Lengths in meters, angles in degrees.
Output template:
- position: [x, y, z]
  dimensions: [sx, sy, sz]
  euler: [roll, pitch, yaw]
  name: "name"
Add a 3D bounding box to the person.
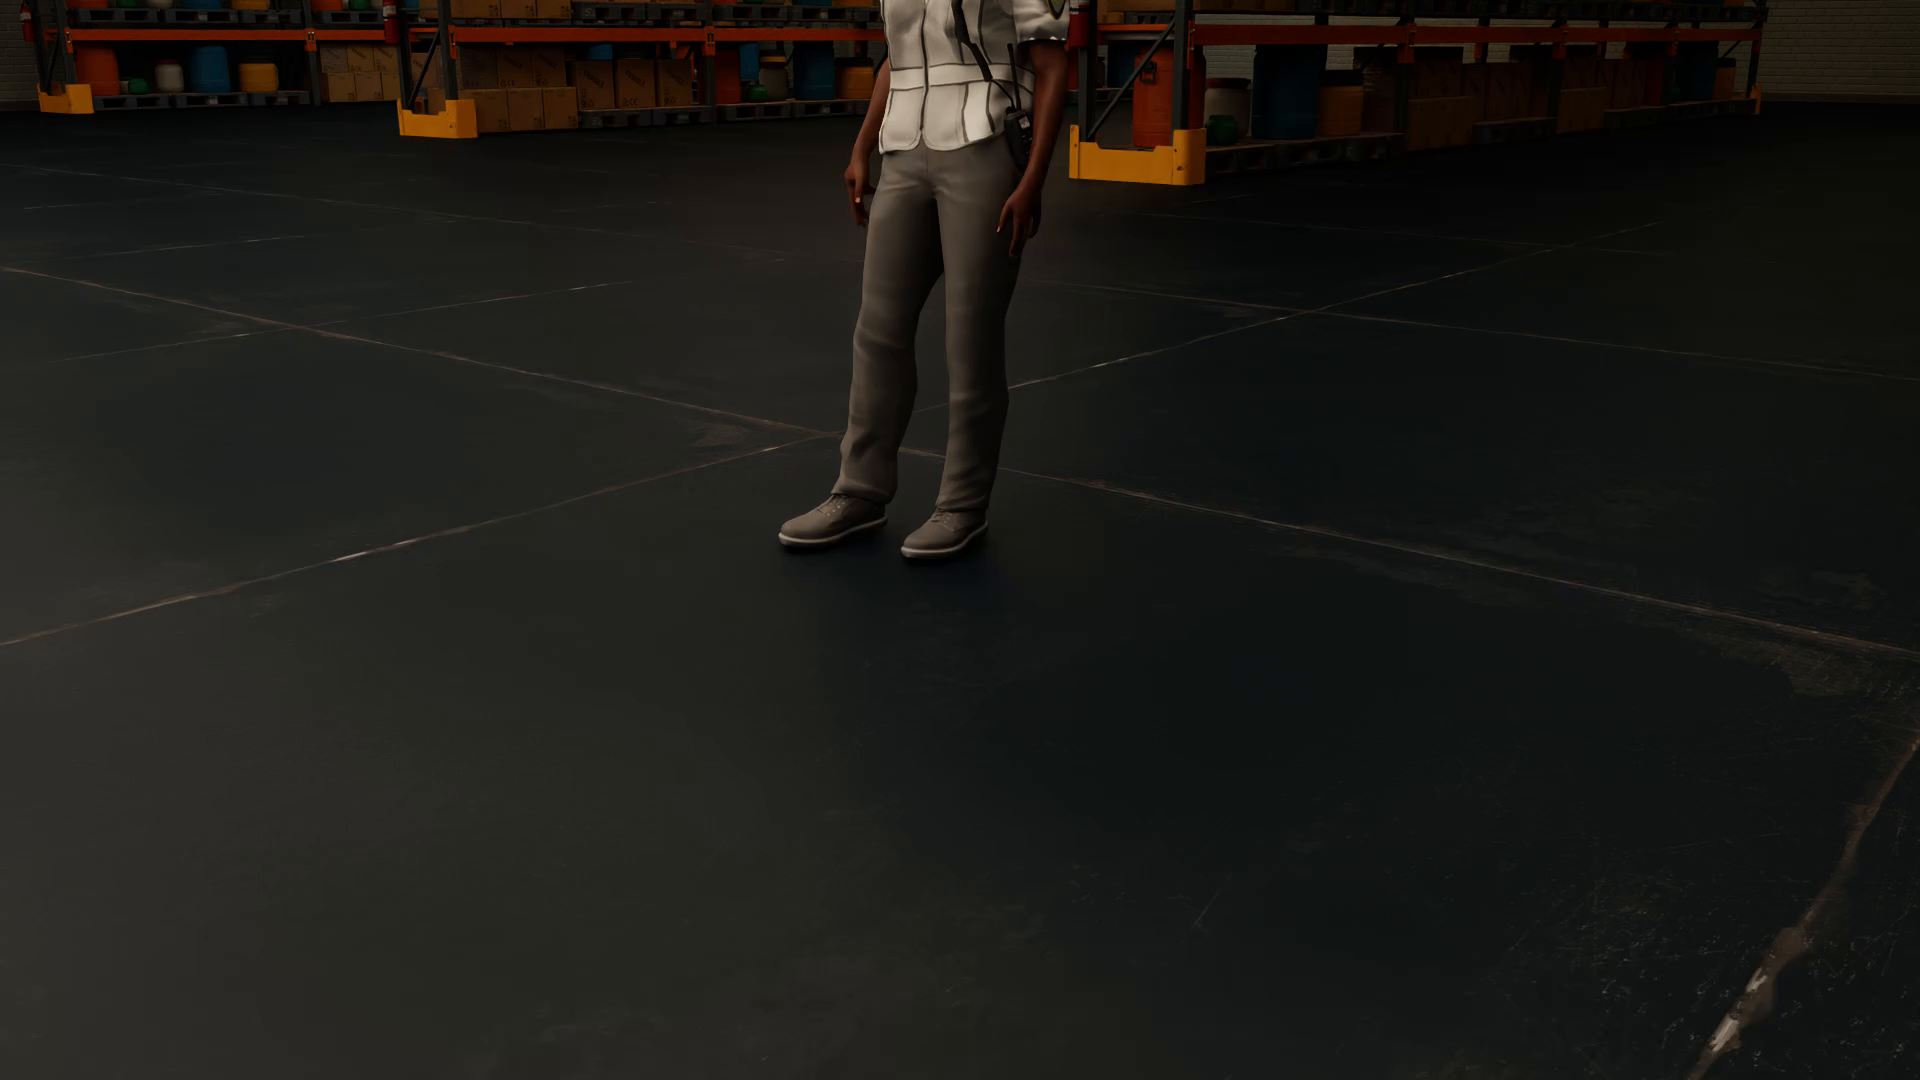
- position: [-0.063, -0.805, 3.650]
  dimensions: [0.569, 1.695, 0.528]
  euler: [13, 21, 37]
  name: "person"
